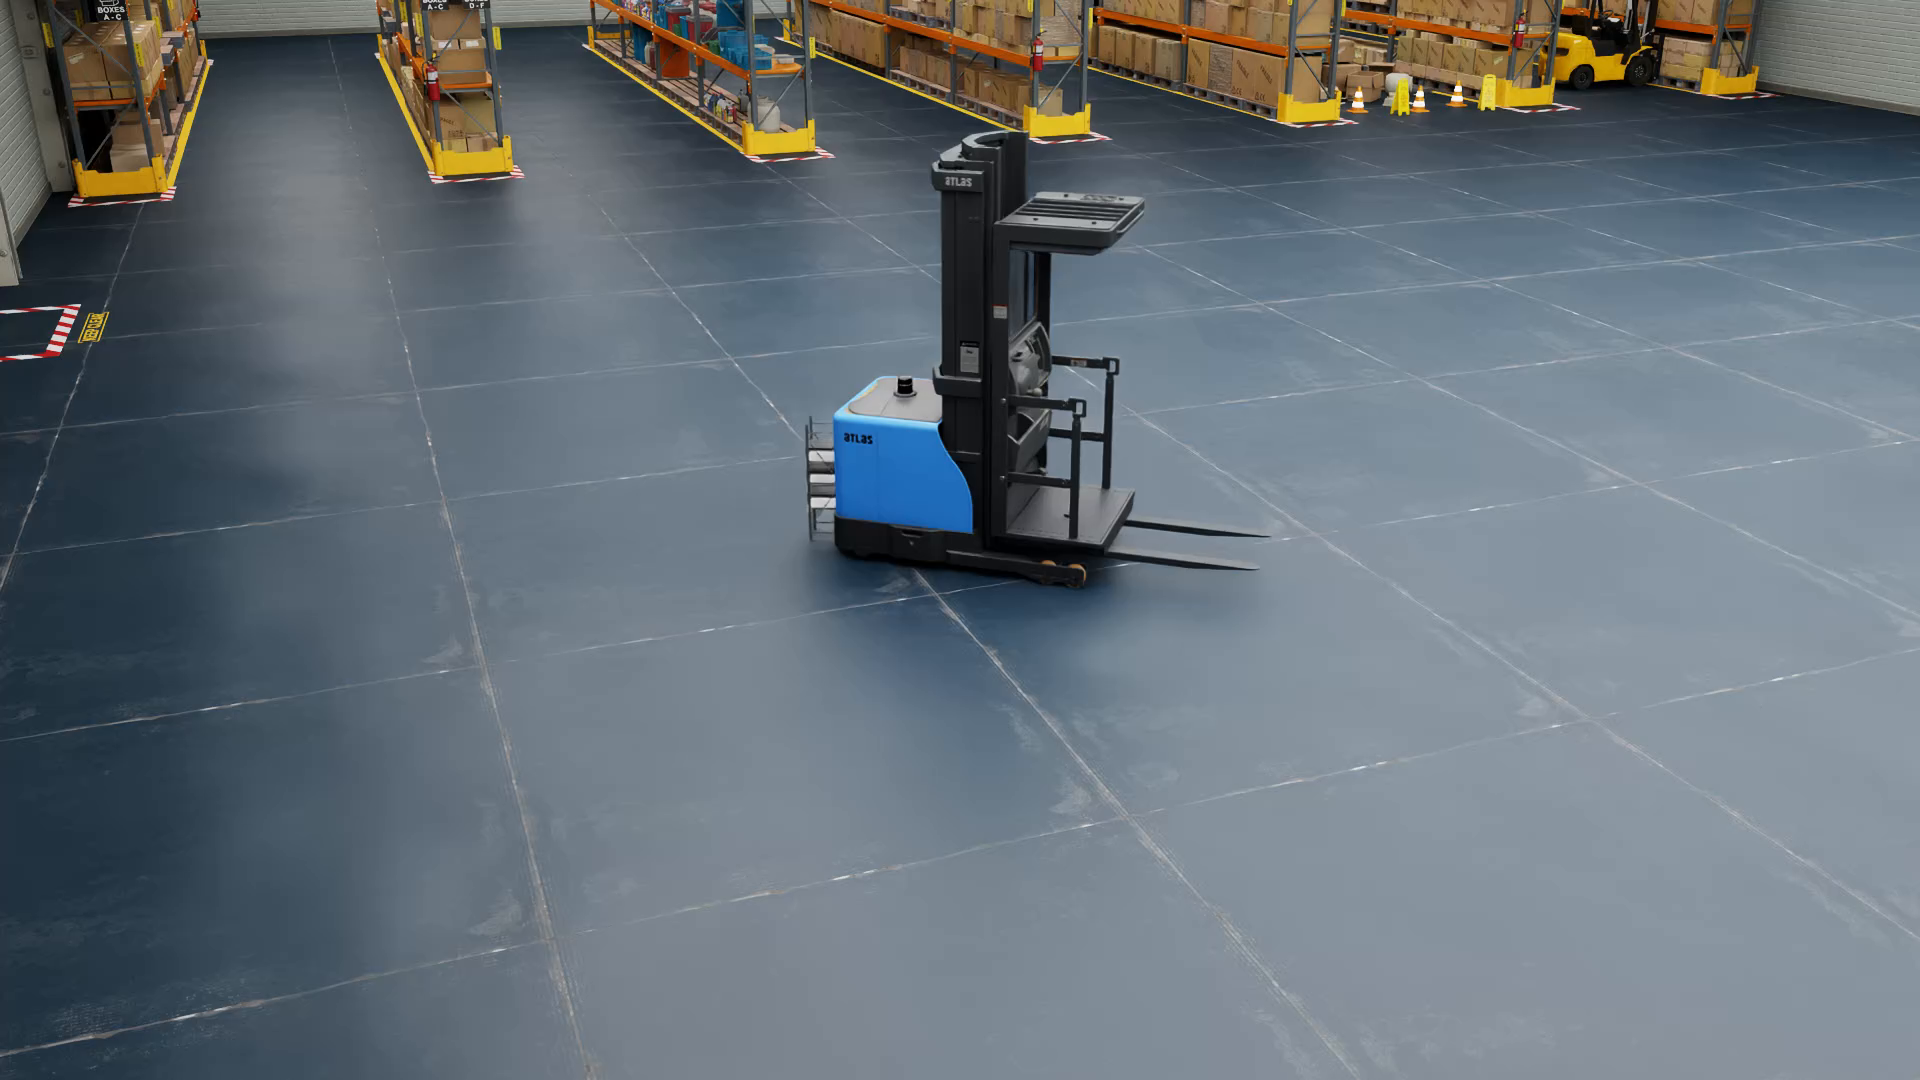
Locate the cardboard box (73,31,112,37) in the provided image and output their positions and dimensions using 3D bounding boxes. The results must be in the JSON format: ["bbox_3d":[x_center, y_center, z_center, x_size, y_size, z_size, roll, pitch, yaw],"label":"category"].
[{"bbox_3d":[-13.085,-7.413,25.178,0.500,0.500,0.500,-8,24,-18],"label":"cardboard box"}]

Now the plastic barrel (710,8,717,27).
[{"bbox_3d":[-4.464,-9.684,31.188,0.433,0.535,0.433,0,23,0],"label":"plastic barrel"}]

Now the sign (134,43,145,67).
[{"bbox_3d":[-11.679,-6.904,23.654,0.100,0.325,0.005,-8,24,-19],"label":"sign"}]

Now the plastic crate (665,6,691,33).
[{"bbox_3d":[-5.460,-10.097,32.262,0.402,0.464,0.583,-8,24,-19],"label":"plastic crate"}]

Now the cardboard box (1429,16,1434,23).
[{"bbox_3d":[9.823,-10.644,33.966,0.380,0.149,0.250,-8,24,-19],"label":"cardboard box"}]

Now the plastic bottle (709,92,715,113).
[{"bbox_3d":[-4.434,-7.875,29.917,0.144,0.351,0.185,-8,24,-18],"label":"plastic bottle"}]

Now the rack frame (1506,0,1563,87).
[{"bbox_3d":[10.987,-9.829,31.709,1.000,3.000,0.127,-8,24,-19],"label":"rack frame"}]

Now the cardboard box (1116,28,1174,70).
[{"bbox_3d":[4.008,-10.626,35.955,1.050,0.750,0.750,-8,24,-18],"label":"cardboard box"}]

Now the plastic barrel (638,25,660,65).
[{"bbox_3d":[-6.731,-10.919,36.456,0.600,0.901,0.708,-8,24,-19],"label":"plastic barrel"}]

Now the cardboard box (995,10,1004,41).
[{"bbox_3d":[1.122,-9.209,29.726,0.875,0.500,0.500,-8,24,-19],"label":"cardboard box"}]

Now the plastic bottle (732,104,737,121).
[{"bbox_3d":[-3.941,-7.458,29.014,0.061,0.283,0.133,-8,24,-19],"label":"plastic bottle"}]

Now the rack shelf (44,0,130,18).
[{"bbox_3d":[-12.893,-8.208,24.927,1.077,0.370,4.000,-8,24,-19],"label":"rack shelf"}]

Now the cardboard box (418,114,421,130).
[{"bbox_3d":[-8.914,-7.099,28.231,0.500,0.250,0.500,-8,24,-19],"label":"cardboard box"}]

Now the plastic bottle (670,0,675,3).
[{"bbox_3d":[-6.137,-11.438,35.589,0.144,0.351,0.185,-8,24,-19],"label":"plastic bottle"}]

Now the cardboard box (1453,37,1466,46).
[{"bbox_3d":[10.090,-9.967,33.235,0.380,0.149,0.250,-7,24,-17],"label":"cardboard box"}]

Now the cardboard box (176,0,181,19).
[{"bbox_3d":[-15.668,-10.482,32.721,0.500,0.500,0.500,-8,24,-19],"label":"cardboard box"}]

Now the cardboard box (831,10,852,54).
[{"bbox_3d":[-2.279,-11.814,38.613,1.225,0.875,0.875,-8,24,-19],"label":"cardboard box"}]

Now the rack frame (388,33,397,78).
[{"bbox_3d":[-11.793,-11.472,35.606,1.000,3.000,0.127,-8,24,-19],"label":"rack frame"}]

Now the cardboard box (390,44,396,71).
[{"bbox_3d":[-11.850,-10.314,35.510,0.500,0.500,0.500,-9,25,-21],"label":"cardboard box"}]

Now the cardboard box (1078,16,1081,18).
[{"bbox_3d":[2.725,-11.989,38.544,0.500,0.250,0.500,-8,24,-18],"label":"cardboard box"}]

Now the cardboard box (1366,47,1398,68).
[{"bbox_3d":[9.386,-10.455,36.037,0.950,0.372,0.625,-8,24,-18],"label":"cardboard box"}]

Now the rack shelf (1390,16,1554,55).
[{"bbox_3d":[10.280,-10.224,33.573,1.077,0.370,4.000,-8,24,-19],"label":"rack shelf"}]

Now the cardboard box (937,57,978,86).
[{"bbox_3d":[-0.045,-9.376,33.285,0.700,0.500,0.500,-8,24,-19],"label":"cardboard box"}]

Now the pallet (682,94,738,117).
[{"bbox_3d":[-4.645,-8.238,31.525,1.003,0.211,1.213,-8,24,-19],"label":"pallet"}]

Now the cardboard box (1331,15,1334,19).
[{"bbox_3d":[10.463,-14.610,45.729,0.500,0.500,0.500,-8,24,-18],"label":"cardboard box"}]

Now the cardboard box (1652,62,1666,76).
[{"bbox_3d":[14.832,-9.930,34.948,0.500,0.250,0.500,-8,24,-18],"label":"cardboard box"}]

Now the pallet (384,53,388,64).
[{"bbox_3d":[-12.896,-11.323,38.843,1.003,0.211,1.213,-8,24,-19],"label":"pallet"}]

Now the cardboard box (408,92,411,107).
[{"bbox_3d":[-9.921,-8.157,30.742,0.500,0.250,0.500,-8,24,-18],"label":"cardboard box"}]

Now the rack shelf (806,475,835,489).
[{"bbox_3d":[-0.983,-0.417,12.167,0.258,0.077,0.200,1,23,3],"label":"rack shelf"}]

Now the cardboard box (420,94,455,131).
[{"bbox_3d":[-8.388,-6.899,26.791,0.500,0.500,0.500,-8,24,-19],"label":"cardboard box"}]

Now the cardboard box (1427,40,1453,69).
[{"bbox_3d":[9.911,-9.922,33.962,0.500,0.500,0.500,-7,24,-16],"label":"cardboard box"}]

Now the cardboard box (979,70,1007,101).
[{"bbox_3d":[0.616,-8.607,31.486,0.500,0.500,0.500,-1,23,-2],"label":"cardboard box"}]

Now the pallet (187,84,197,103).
[{"bbox_3d":[-15.648,-8.792,32.838,1.003,0.211,1.213,-8,24,-19],"label":"pallet"}]

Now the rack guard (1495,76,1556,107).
[{"bbox_3d":[10.960,-8.705,32.260,1.175,0.500,0.348,-8,24,-19],"label":"rack guard"}]

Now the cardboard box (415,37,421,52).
[{"bbox_3d":[-9.449,-8.797,29.434,0.396,0.266,0.258,-9,24,-20],"label":"cardboard box"}]

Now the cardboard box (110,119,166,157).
[{"bbox_3d":[-12.760,-6.226,25.811,0.700,0.500,0.500,-10,25,-22],"label":"cardboard box"}]

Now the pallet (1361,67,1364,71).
[{"bbox_3d":[8.862,-10.724,37.423,1.003,0.211,1.213,-8,24,-19],"label":"pallet"}]

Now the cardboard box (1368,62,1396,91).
[{"bbox_3d":[8.679,-9.556,34.275,0.500,0.500,0.500,8,24,18],"label":"cardboard box"}]

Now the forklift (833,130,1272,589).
[{"bbox_3d":[0.672,-1.247,11.436,3.031,2.935,1.130,7,24,16],"label":"forklift"}]

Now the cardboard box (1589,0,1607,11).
[{"bbox_3d":[14.128,-11.814,36.289,0.500,0.500,0.500,-9,24,-20],"label":"cardboard box"}]

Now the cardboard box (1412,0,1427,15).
[{"bbox_3d":[9.667,-11.088,34.185,0.500,0.500,0.500,-8,24,-19],"label":"cardboard box"}]

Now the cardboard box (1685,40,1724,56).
[{"bbox_3d":[15.174,-10.023,33.881,0.500,0.250,0.500,-8,24,-17],"label":"cardboard box"}]

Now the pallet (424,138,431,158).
[{"bbox_3d":[-8.290,-6.541,27.498,1.003,0.211,1.213,-8,24,-19],"label":"pallet"}]

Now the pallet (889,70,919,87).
[{"bbox_3d":[-0.836,-9.807,35.247,1.003,0.211,1.213,-8,24,-19],"label":"pallet"}]

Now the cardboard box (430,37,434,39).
[{"bbox_3d":[-7.960,-7.664,25.608,0.380,0.149,0.250,-8,24,-18],"label":"cardboard box"}]

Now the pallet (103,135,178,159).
[{"bbox_3d":[-13.329,-6.360,27.068,1.003,0.211,1.213,-8,24,-19],"label":"pallet"}]

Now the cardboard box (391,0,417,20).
[{"bbox_3d":[-10.707,-10.471,32.563,0.700,0.500,0.500,-18,29,-36],"label":"cardboard box"}]

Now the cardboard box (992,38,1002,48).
[{"bbox_3d":[0.794,-8.960,29.969,0.380,0.149,0.250,-8,24,-19],"label":"cardboard box"}]

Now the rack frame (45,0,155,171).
[{"bbox_3d":[-12.186,-6.431,23.645,1.000,3.000,0.127,-8,24,-19],"label":"rack frame"}]

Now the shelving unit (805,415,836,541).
[{"bbox_3d":[-0.983,-0.448,12.154,0.258,0.900,0.210,1,23,3],"label":"shelving unit"}]

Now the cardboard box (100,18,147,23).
[{"bbox_3d":[-13.747,-8.322,27.439,0.700,0.500,0.500,-8,24,-19],"label":"cardboard box"}]
